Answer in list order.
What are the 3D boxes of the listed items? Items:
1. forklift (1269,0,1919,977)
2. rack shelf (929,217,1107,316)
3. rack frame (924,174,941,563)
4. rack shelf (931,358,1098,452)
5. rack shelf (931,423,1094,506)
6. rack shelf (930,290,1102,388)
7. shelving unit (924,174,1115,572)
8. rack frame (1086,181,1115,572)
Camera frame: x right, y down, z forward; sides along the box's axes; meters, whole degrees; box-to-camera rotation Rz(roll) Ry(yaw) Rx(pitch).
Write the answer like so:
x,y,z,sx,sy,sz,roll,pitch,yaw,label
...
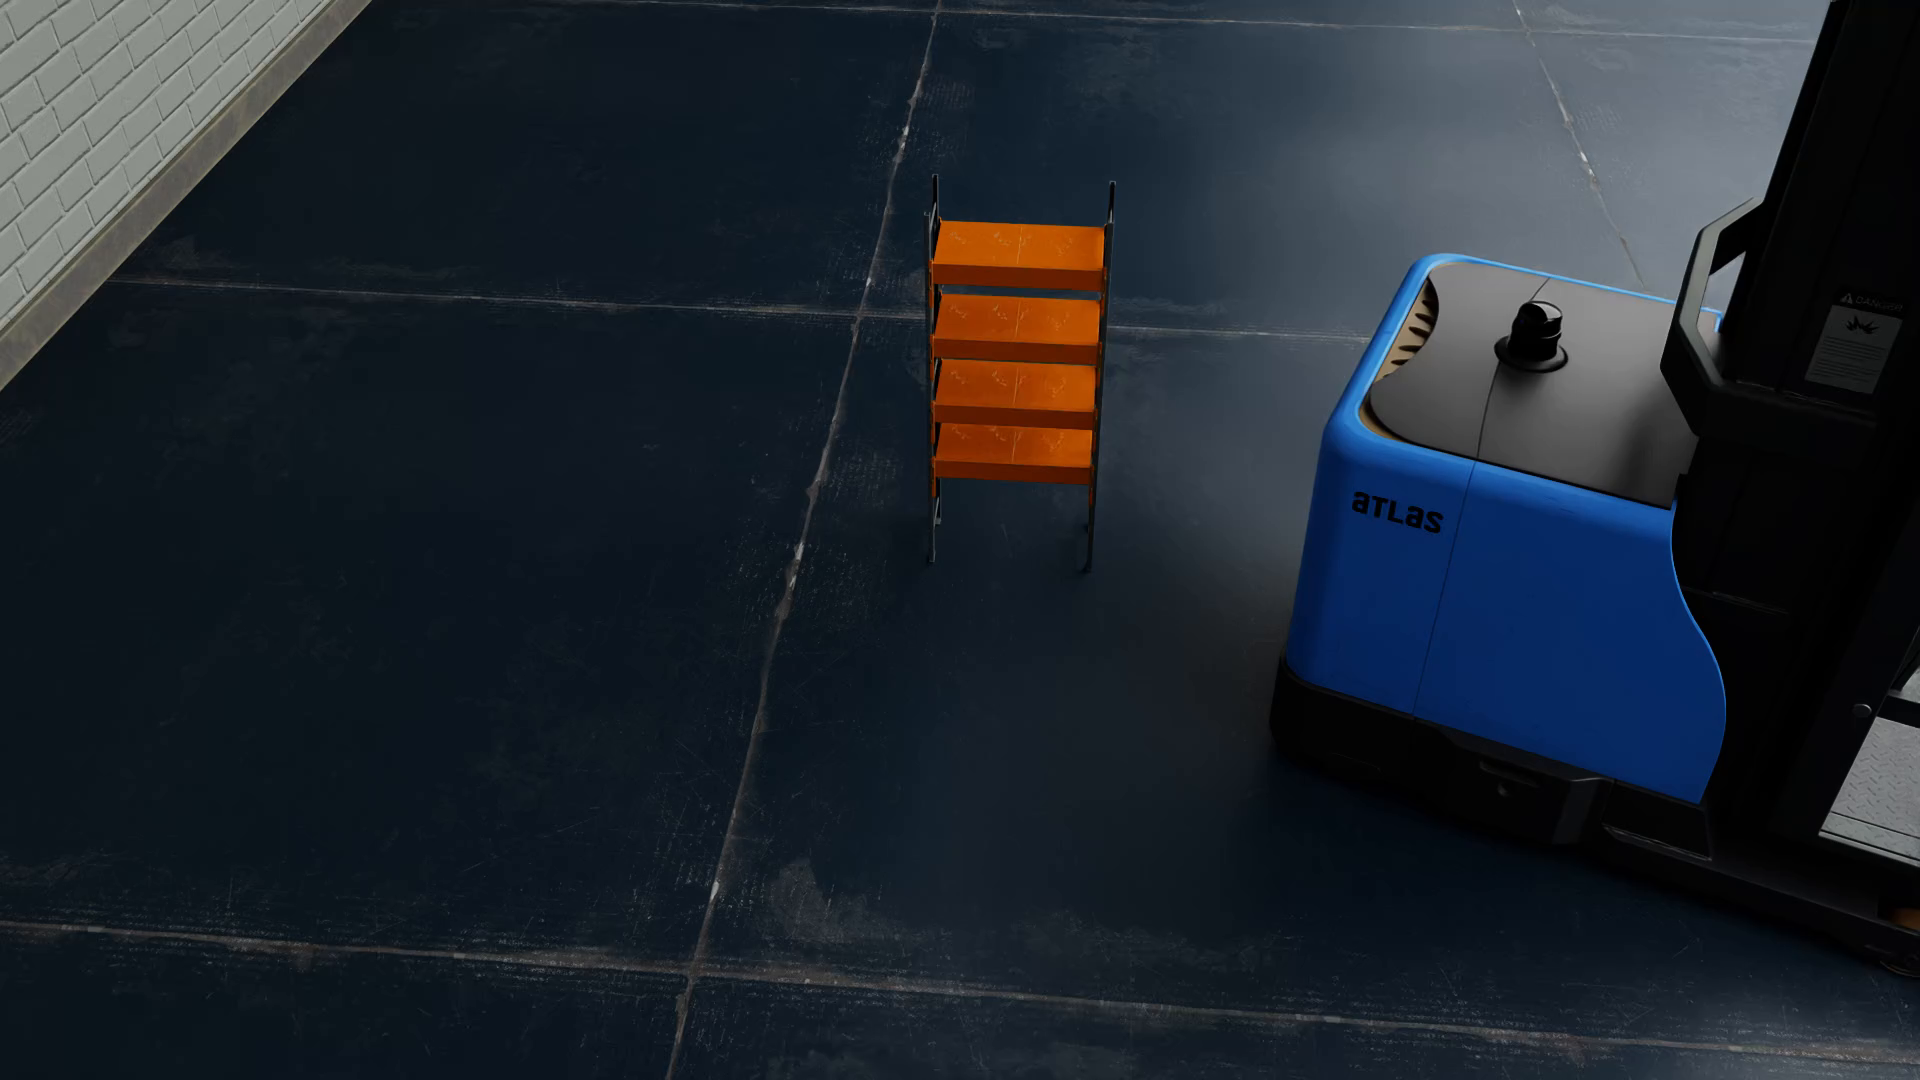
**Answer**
x,y,z,sx,sy,sz,roll,pitch,yaw,label
2.398,-0.429,3.455,3.031,2.935,1.130,17,42,20,forklift
0.165,-0.761,4.612,0.480,0.148,0.258,3,39,4,rack shelf
-0.078,-0.470,4.876,0.015,1.200,0.240,3,39,4,rack frame
0.165,-0.404,4.903,0.480,0.148,0.258,3,39,4,rack shelf
0.165,-0.250,5.028,0.480,0.148,0.258,3,39,4,rack shelf
0.165,-0.578,4.761,0.480,0.148,0.258,3,39,4,rack shelf
0.165,-0.456,4.860,0.503,1.200,0.258,3,39,4,shelving unit
0.408,-0.443,4.844,0.015,1.200,0.240,3,39,4,rack frame
